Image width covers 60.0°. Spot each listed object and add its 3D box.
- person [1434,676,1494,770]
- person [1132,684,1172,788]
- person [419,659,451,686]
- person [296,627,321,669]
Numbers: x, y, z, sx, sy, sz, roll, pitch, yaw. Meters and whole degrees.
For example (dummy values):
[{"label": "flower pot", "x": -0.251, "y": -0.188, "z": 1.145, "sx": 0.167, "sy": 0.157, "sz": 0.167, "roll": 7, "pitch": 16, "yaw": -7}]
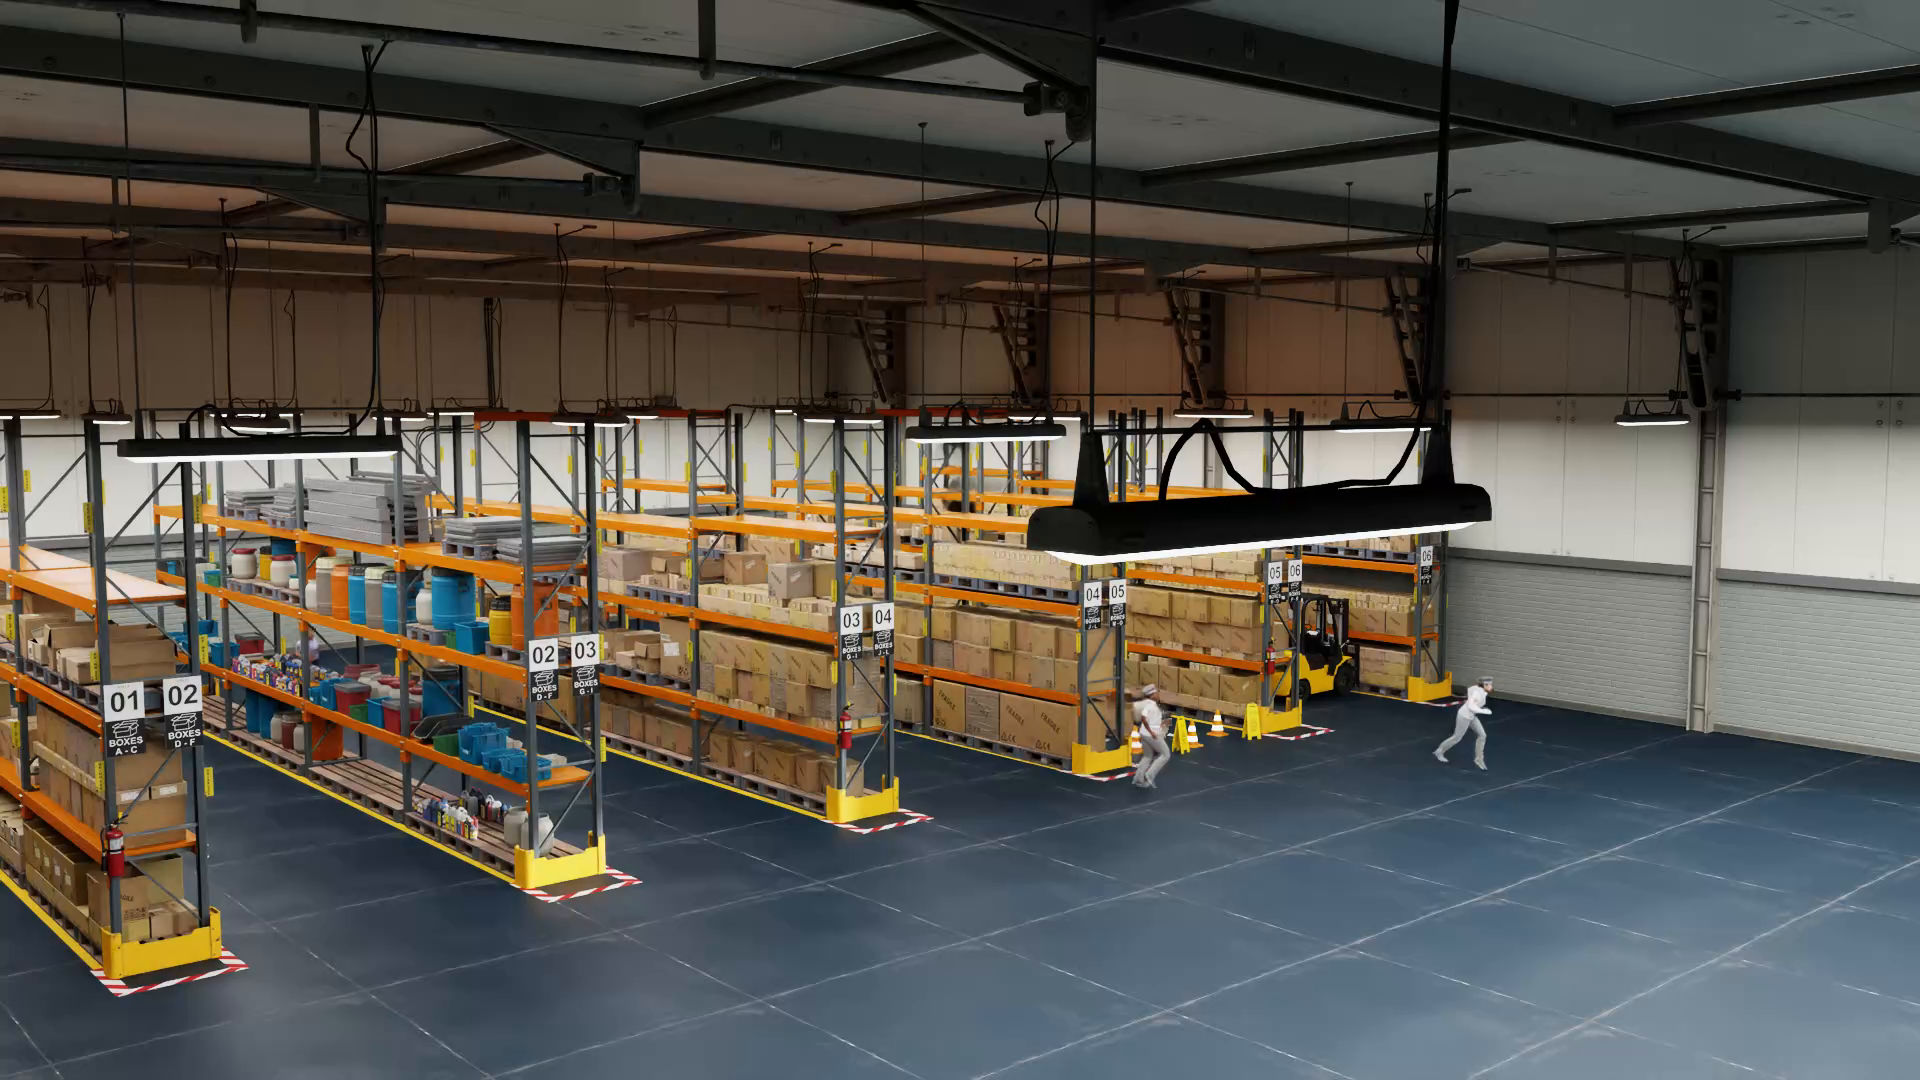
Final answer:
[{"label": "person", "x": 8.568, "y": 3.090, "z": 28.271, "sx": 0.959, "sy": 1.623, "sz": 0.657, "roll": 3, "pitch": 6, "yaw": 28}, {"label": "person", "x": 3.106, "y": 3.141, "z": 26.726, "sx": 0.642, "sy": 1.674, "sz": 0.554, "roll": -1, "pitch": 5, "yaw": -13}, {"label": "person", "x": -9.101, "y": 2.885, "z": 29.268, "sx": 0.831, "sy": 1.793, "sz": 0.681, "roll": 5, "pitch": 7, "yaw": 45}, {"label": "person", "x": -13.146, "y": 2.592, "z": 33.540, "sx": 0.808, "sy": 1.675, "sz": 0.545, "roll": 5, "pitch": 7, "yaw": 44}]
